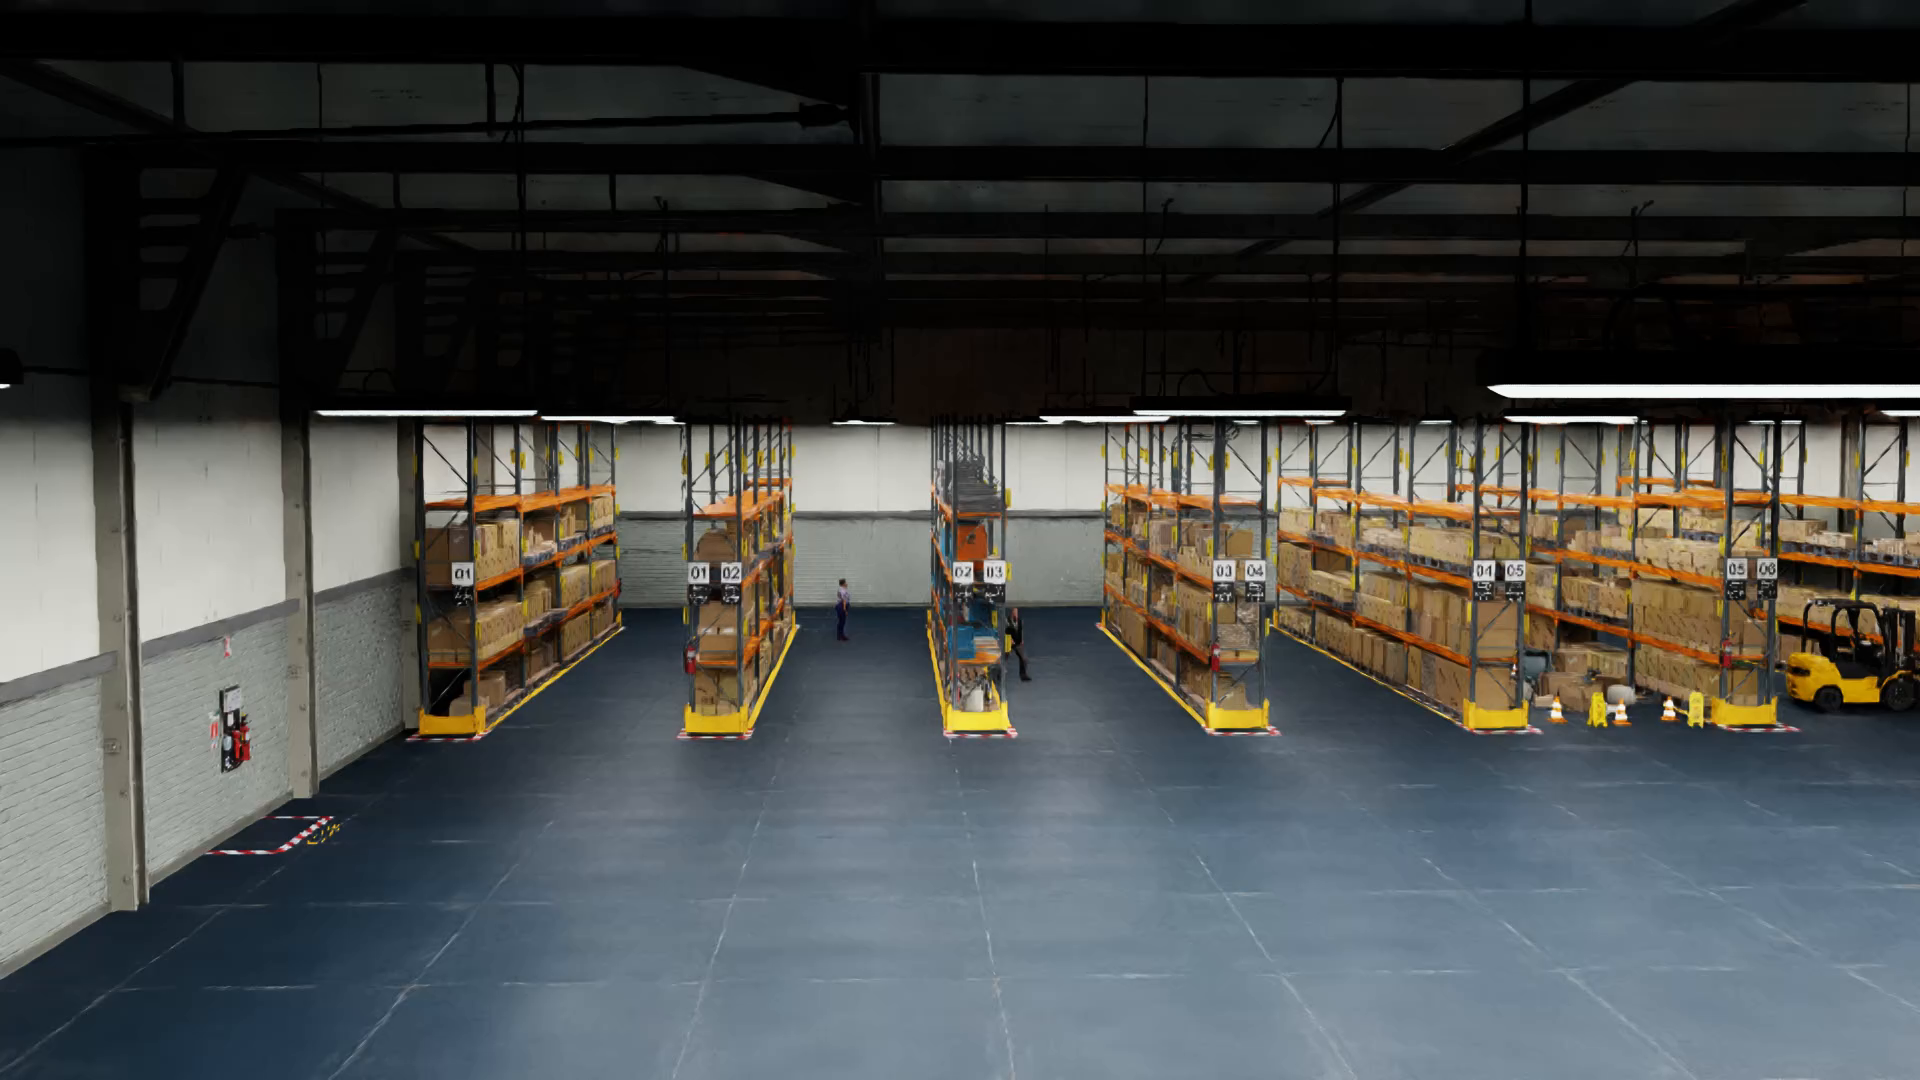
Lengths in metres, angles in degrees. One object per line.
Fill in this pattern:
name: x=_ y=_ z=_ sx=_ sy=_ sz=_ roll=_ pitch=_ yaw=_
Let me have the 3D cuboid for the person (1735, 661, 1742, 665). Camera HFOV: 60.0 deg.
person: x=18.330 y=2.119 z=39.625 sx=0.588 sy=1.784 sz=0.666 roll=1 pitch=4 yaw=21

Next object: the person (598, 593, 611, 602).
person: x=-10.299 y=1.614 z=48.160 sx=0.560 sy=1.651 sz=0.733 roll=2 pitch=5 yaw=32

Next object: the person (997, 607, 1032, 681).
person: x=1.187 y=2.335 z=37.531 sx=0.674 sy=1.664 sz=0.841 roll=-1 pitch=4 yaw=-20

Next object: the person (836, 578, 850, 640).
person: x=-3.153 y=1.844 z=44.732 sx=0.379 sy=1.649 sz=0.611 roll=-1 pitch=4 yaw=-14
